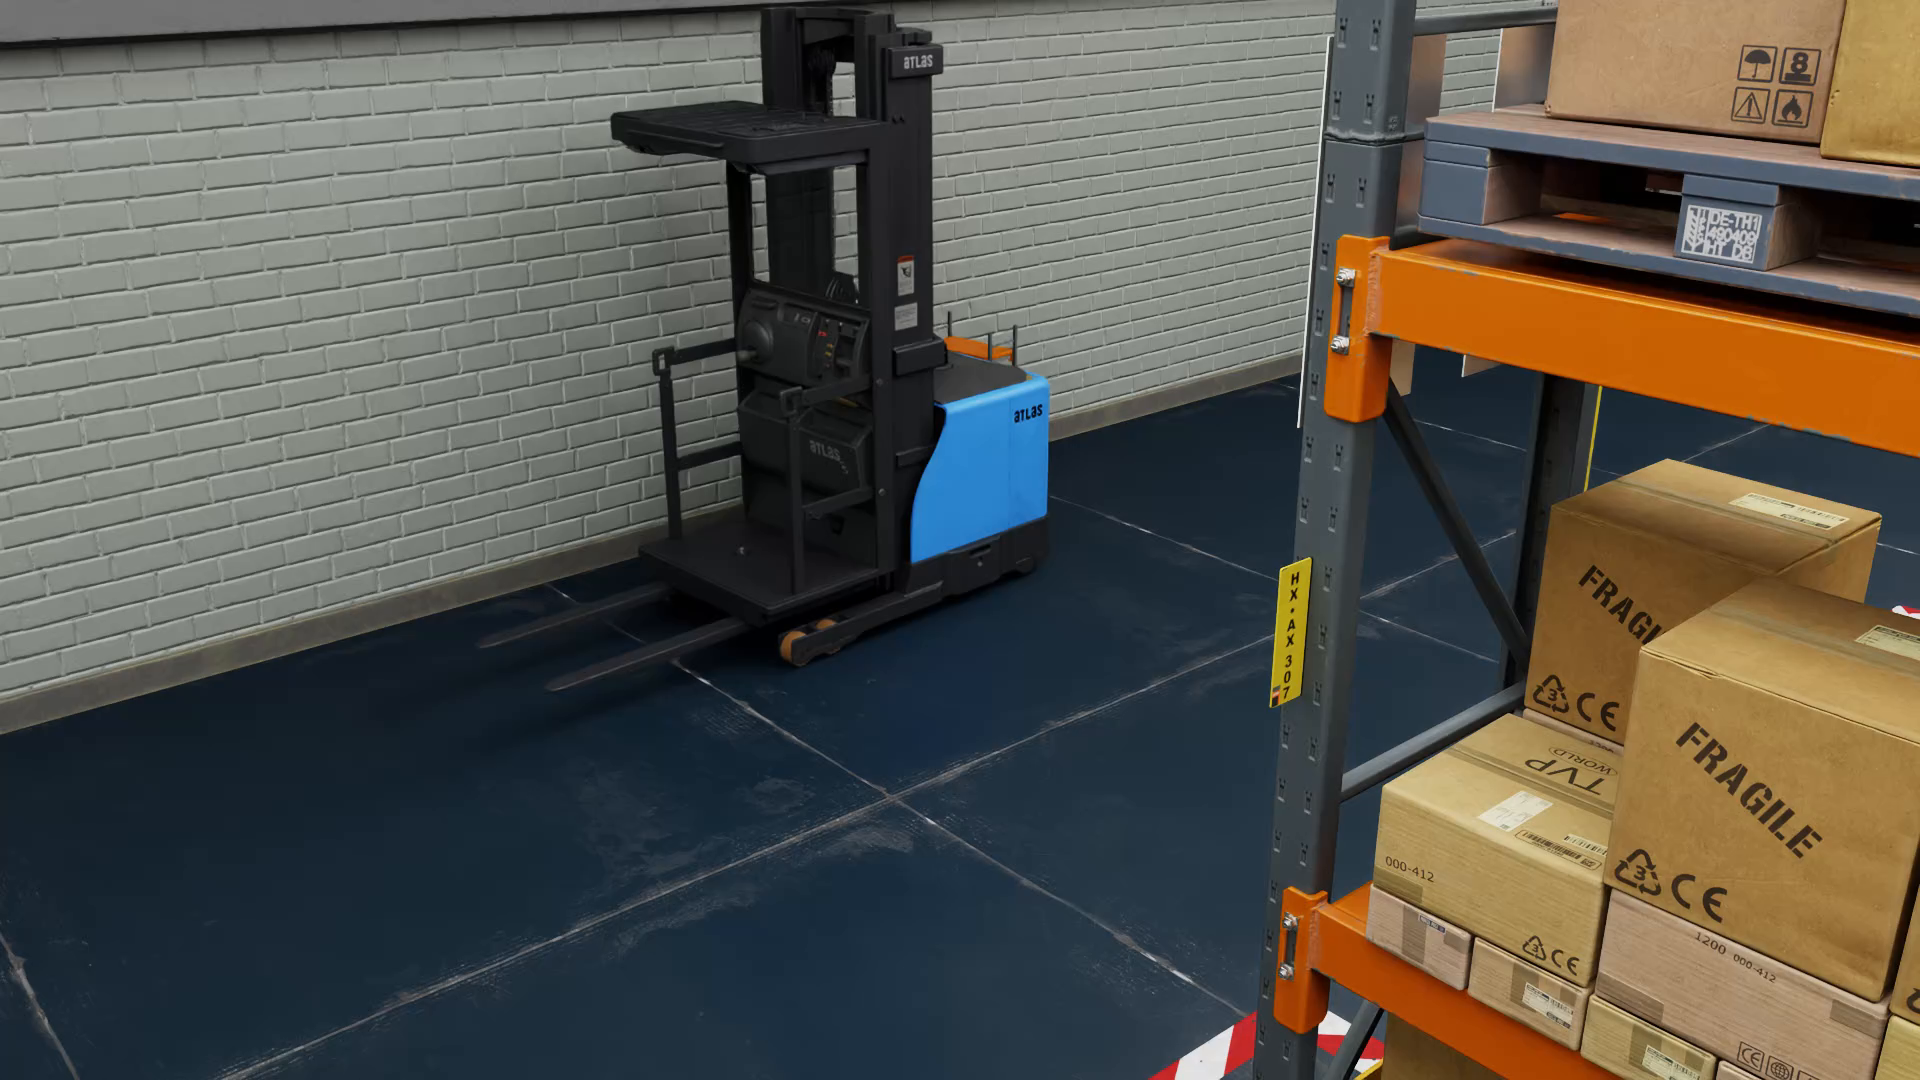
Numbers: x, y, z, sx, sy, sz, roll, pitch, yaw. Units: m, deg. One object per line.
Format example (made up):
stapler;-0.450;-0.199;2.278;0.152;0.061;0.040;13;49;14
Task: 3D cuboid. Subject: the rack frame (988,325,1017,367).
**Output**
rack frame;0.236;-0.605;9.384;0.015;1.200;0.240;18;27;38

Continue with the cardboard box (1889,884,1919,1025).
cardboard box;1.911;0.569;2.688;0.500;0.500;0.500;-18;28;-39

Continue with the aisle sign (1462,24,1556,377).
aisle sign;1.313;-0.792;3.828;0.394;0.787;0.004;-17;27;-37

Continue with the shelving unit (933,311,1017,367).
shelving unit;0.052;-0.664;9.533;0.503;1.200;0.258;18;27;38

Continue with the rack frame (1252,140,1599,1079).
rack frame;1.133;0.510;4.069;1.000;3.000;0.127;-17;27;-37

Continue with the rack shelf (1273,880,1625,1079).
rack shelf;2.438;1.397;2.789;1.077;0.370;4.000;-17;27;-37

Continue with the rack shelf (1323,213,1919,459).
rack shelf;2.438;0.001;2.242;1.077;0.370;4.000;-17;27;-37

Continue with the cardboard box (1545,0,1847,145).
cardboard box;1.513;-1.044;3.075;0.700;0.500;0.500;-20;29;-41

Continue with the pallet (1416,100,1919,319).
pallet;1.625;-0.643;3.021;1.003;0.211;1.213;-17;27;-37

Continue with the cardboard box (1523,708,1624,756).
cardboard box;1.650;0.512;3.862;0.500;0.250;0.500;-18;28;-38

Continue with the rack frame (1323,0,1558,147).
rack frame;1.133;-2.283;2.975;1.000;3.000;0.127;-17;27;-37

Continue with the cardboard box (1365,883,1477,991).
cardboard box;1.114;0.804;3.664;0.380;0.149;0.250;-17;27;-37

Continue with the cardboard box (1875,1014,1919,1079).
cardboard box;1.911;0.920;2.820;0.500;0.250;0.500;-19;28;-39

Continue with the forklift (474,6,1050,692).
forklift;-0.920;-0.975;7.954;3.031;2.935;1.130;-20;29;-40

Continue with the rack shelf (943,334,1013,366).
rack shelf;0.052;-1.030;9.390;0.480;0.148;0.258;18;27;38

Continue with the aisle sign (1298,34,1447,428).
aisle sign;0.858;-0.649;3.463;0.394;0.787;0.004;-17;27;-37

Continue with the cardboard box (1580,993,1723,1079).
cardboard box;1.450;0.945;3.303;0.380;0.149;0.250;-18;28;-39

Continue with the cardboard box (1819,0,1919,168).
cardboard box;1.789;-0.860;2.604;0.700;0.500;0.500;-19;28;-39

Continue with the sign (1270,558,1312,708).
sign;0.708;0.200;3.564;0.100;0.325;0.005;-17;27;-37

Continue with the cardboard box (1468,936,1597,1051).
cardboard box;1.283;0.874;3.484;0.380;0.149;0.250;-18;28;-38

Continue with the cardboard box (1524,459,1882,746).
cardboard box;1.650;0.164;3.721;0.500;0.500;0.500;-17;27;-37

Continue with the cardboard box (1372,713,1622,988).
cardboard box;1.241;0.638;3.539;0.500;0.250;0.500;-18;28;-39

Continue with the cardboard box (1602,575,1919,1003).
cardboard box;1.568;0.427;3.050;0.500;0.500;0.500;-18;28;-39

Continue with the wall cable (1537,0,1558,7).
wall cable;4.942;-3.889;13.865;0.585;1.953;0.123;-17;27;-37

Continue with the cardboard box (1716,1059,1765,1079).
cardboard box;1.621;1.017;3.120;0.380;0.149;0.250;-18;28;-38

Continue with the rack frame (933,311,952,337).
rack frame;-0.132;-0.722;9.683;0.015;1.200;0.240;18;27;38

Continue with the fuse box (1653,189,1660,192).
fuse box;6.628;-3.261;15.464;0.539;1.711;0.414;-17;27;-37

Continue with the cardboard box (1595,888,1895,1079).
cardboard box;1.586;0.780;3.177;0.500;0.250;0.500;-18;28;-38

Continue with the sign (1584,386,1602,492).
sign;1.553;-0.265;4.135;0.100;0.325;0.005;-17;27;-37

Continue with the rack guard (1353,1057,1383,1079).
rack guard;1.117;1.667;4.542;1.175;0.500;0.348;-17;27;-37

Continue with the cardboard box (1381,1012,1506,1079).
cardboard box;1.611;1.462;3.977;0.875;0.875;0.875;-17;27;-37
